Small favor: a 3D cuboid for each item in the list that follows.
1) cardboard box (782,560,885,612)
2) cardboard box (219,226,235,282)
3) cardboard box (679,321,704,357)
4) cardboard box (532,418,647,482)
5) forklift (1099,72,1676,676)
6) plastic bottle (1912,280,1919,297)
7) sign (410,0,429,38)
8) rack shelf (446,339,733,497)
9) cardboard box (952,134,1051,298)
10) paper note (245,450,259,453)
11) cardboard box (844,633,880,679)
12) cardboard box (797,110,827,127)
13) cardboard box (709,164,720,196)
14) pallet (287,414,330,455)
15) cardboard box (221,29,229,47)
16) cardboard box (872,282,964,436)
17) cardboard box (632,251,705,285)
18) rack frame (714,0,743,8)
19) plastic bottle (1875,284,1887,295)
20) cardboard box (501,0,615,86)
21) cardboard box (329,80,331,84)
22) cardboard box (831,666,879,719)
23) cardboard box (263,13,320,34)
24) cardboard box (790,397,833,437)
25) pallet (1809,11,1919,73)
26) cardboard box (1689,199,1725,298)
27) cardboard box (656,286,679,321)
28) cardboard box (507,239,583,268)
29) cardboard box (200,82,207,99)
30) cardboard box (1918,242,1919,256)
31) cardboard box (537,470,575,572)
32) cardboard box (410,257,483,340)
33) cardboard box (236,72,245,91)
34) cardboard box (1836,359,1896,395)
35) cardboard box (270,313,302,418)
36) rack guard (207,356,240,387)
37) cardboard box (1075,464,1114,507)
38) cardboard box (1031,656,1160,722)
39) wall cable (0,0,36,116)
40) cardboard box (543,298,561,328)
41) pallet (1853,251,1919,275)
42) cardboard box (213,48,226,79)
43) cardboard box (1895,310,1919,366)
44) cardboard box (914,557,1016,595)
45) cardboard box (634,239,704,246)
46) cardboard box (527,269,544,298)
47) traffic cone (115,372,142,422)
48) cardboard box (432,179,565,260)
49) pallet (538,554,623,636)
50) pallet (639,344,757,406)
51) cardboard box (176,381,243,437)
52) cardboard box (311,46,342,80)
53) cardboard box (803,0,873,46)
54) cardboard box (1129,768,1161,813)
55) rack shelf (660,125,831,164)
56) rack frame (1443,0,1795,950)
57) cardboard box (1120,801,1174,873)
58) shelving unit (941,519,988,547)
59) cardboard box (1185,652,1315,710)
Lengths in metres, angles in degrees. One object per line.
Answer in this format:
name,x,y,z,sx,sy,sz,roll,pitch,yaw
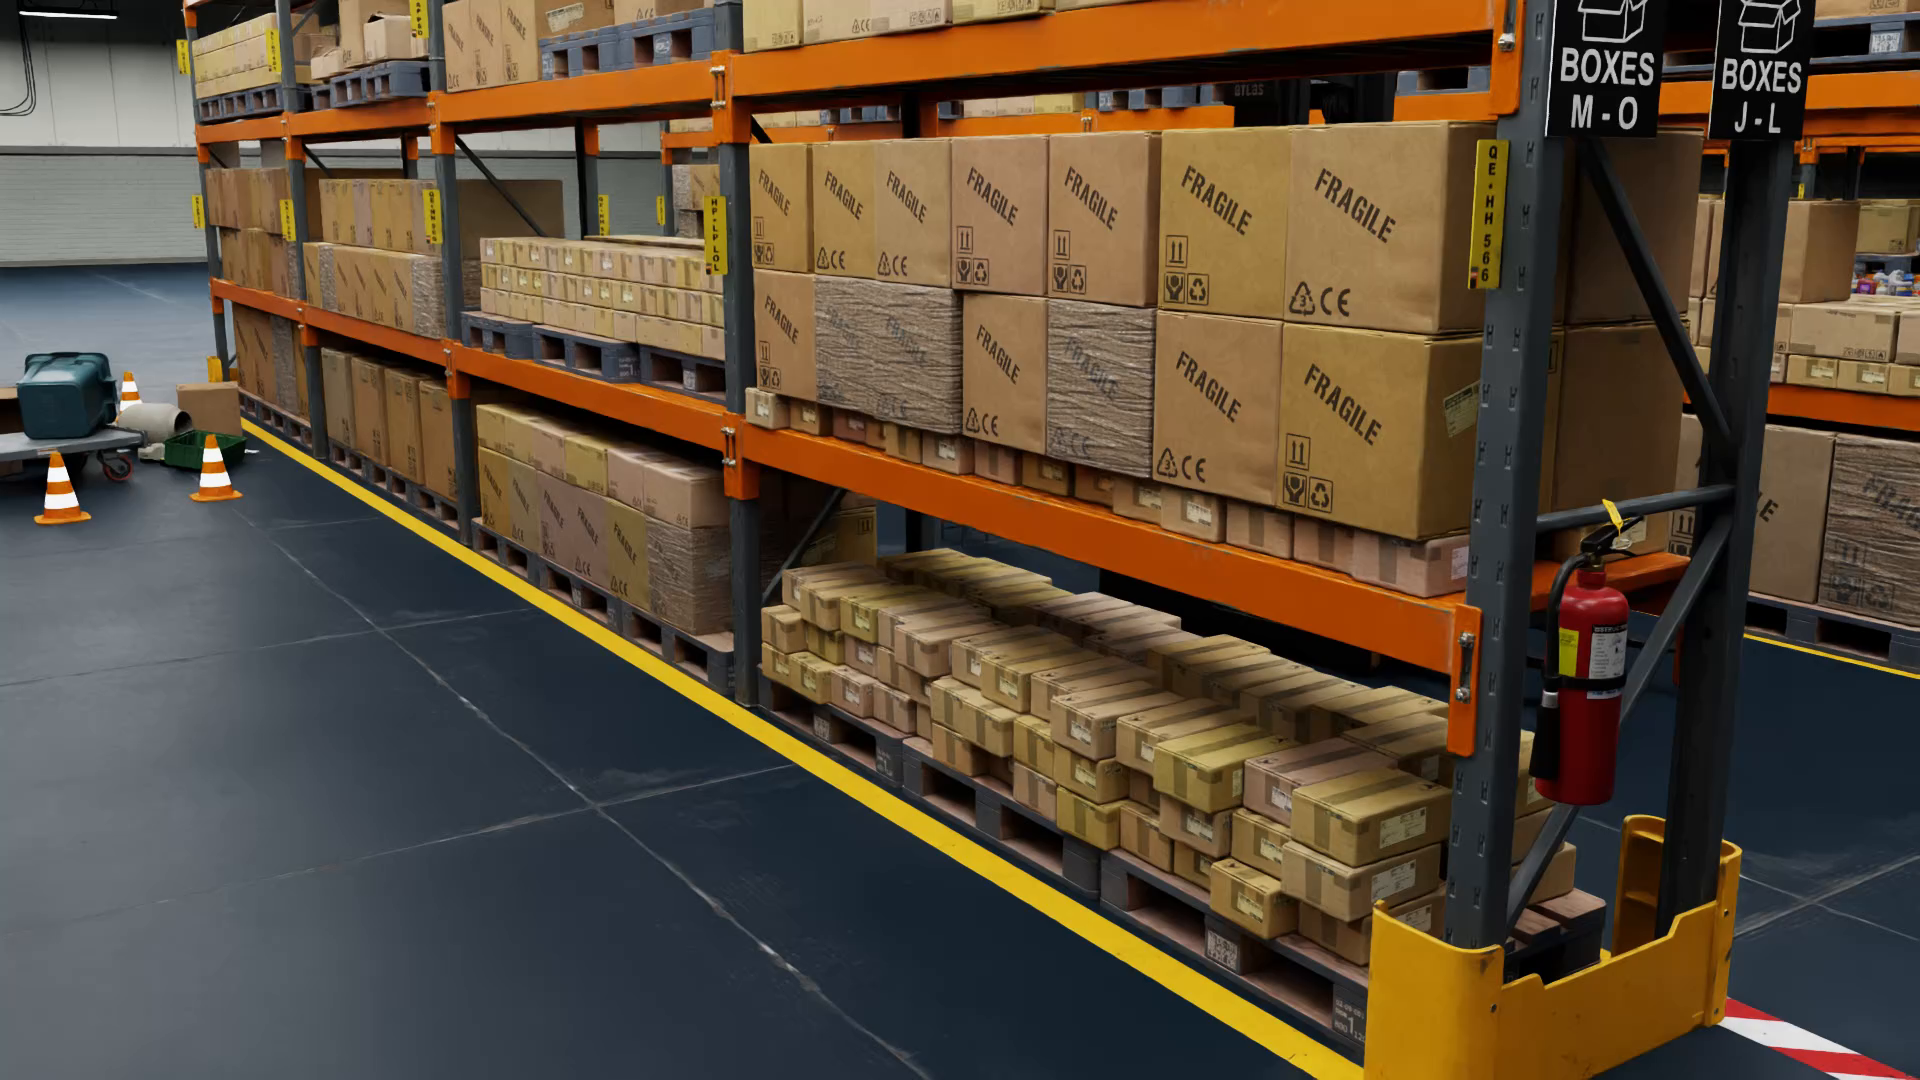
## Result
cardboard box,-0.547,0.204,7.205,0.380,0.149,0.250,-7,14,-30
cardboard box,-6.971,-2.925,16.867,0.875,0.550,0.550,-8,15,-33
cardboard box,-1.095,-0.954,7.810,0.380,0.149,0.250,-8,15,-32
cardboard box,-2.056,-0.509,9.283,0.500,0.250,0.500,-8,15,-32
forklift,2.115,-0.908,8.154,1.130,2.935,3.031,-10,16,-40
plastic bottle,7.742,-1.995,13.427,0.097,0.201,0.097,0,12,0
sign,-3.248,-3.182,9.976,0.100,0.325,0.005,-8,15,-33
rack shelf,-1.673,-0.783,9.104,1.077,0.370,4.000,-8,15,-33
cardboard box,0.318,-1.077,5.495,0.500,0.500,0.500,-9,15,-35
paper note,-6.124,-0.764,14.281,0.142,0.020,0.147,4,13,16
cardboard box,-0.251,0.439,6.825,0.380,0.149,0.250,-8,15,-33
cardboard box,-1.282,-4.213,16.435,0.500,0.250,0.500,-7,14,-31
cardboard box,-2.402,-3.856,18.202,0.500,0.500,0.500,-8,15,-33
pallet,-5.354,-0.984,14.866,1.003,0.211,1.213,-8,15,-33
cardboard box,-6.449,-4.530,15.040,0.380,0.149,0.250,-8,15,-32
cardboard box,0.029,-0.674,5.992,0.500,0.500,0.500,-8,15,-34
cardboard box,-1.387,-1.341,8.183,0.380,0.149,0.250,-8,15,-33
rack frame,-0.565,-3.709,6.760,1.000,3.000,0.127,-8,15,-33
plastic bottle,7.169,-1.886,12.931,0.097,0.201,0.097,0,12,0
cardboard box,-2.122,-2.695,8.908,0.500,0.500,0.500,-8,15,-33
cardboard box,-5.337,-4.038,14.655,0.380,0.149,0.250,-8,15,-34
cardboard box,-0.303,0.597,6.800,0.380,0.149,0.250,-8,15,-33
cardboard box,-5.466,-4.215,13.598,0.380,0.149,0.250,-8,15,-33
cardboard box,-0.476,-0.530,6.851,0.380,0.149,0.250,-8,14,-31
pallet,4.736,-2.406,8.030,1.003,0.211,1.213,-8,15,-33
cardboard box,3.939,-1.582,8.975,0.500,0.500,0.500,-8,15,-33
cardboard box,-1.232,-1.145,7.985,0.380,0.149,0.250,-7,14,-30
cardboard box,-2.403,-1.666,9.673,0.380,0.149,0.250,-8,15,-33
cardboard box,-7.149,-4.365,16.152,0.380,0.149,0.250,-8,15,-32
cardboard box,10.443,-3.201,17.262,0.700,0.500,0.500,-5,13,-22
cardboard box,-2.032,-0.138,9.341,0.500,0.500,0.500,-9,15,-34
cardboard box,-3.255,-1.587,10.864,0.500,0.500,0.500,-8,15,-33
cardboard box,-6.173,-4.051,14.716,0.380,0.149,0.250,-8,15,-33
cardboard box,4.518,-0.810,8.132,0.380,0.149,0.250,-8,15,-32
cardboard box,-5.790,-1.649,15.370,0.875,0.875,0.875,-8,15,-32
rack guard,-7.227,-1.696,17.447,1.175,0.500,0.348,-8,15,-33
cardboard box,0.595,-0.209,5.382,0.380,0.149,0.250,-9,15,-35
cardboard box,0.466,0.528,5.722,0.380,0.149,0.250,-9,15,-35
wall cable,-25.014,-13.219,42.286,2.305,6.003,0.169,-8,15,-33
cardboard box,-2.103,-1.278,9.292,0.380,0.149,0.250,-8,14,-31
pallet,10.087,-3.025,18.123,1.213,0.211,1.003,-8,15,-33
cardboard box,-6.598,-4.408,15.415,0.500,0.250,0.500,-8,15,-33
cardboard box,4.784,-0.944,7.812,0.500,0.250,0.500,-9,15,-35
cardboard box,0.023,0.191,7.262,0.380,0.149,0.250,-8,15,-32
cardboard box,-1.695,-1.692,9.788,0.380,0.149,0.250,-8,14,-31
cardboard box,-2.238,-1.468,9.463,0.380,0.149,0.250,-8,15,-33
traffic cone,-8.102,-1.411,16.231,0.336,0.463,0.334,-8,15,-33
cardboard box,-3.022,-2.108,10.907,0.700,0.500,0.500,-8,15,-33
pallet,-1.678,0.228,9.324,1.003,0.211,1.213,-8,15,-33
pallet,-0.868,-0.838,8.122,1.003,0.211,1.213,-8,15,-33
cardboard box,-6.712,-1.136,14.881,0.500,0.500,0.500,-5,13,-23
cardboard box,-4.871,-3.718,12.919,0.258,0.266,0.396,-8,15,-34
cardboard box,-0.243,-1.969,6.175,0.500,0.250,0.500,-8,15,-34
cardboard box,0.768,0.763,5.347,0.380,0.149,0.250,-8,15,-33
rack shelf,-1.921,-4.240,17.893,1.077,0.370,4.000,-8,15,-33
rack frame,1.651,-0.067,4.148,1.000,3.000,0.127,-8,15,-33
cardboard box,0.737,0.918,5.332,0.380,0.149,0.250,-8,15,-32
shelving unit,0.030,-0.503,10.706,0.215,1.050,0.252,-8,15,-33
cardboard box,1.006,0.517,5.775,0.380,0.149,0.250,-7,14,-31
